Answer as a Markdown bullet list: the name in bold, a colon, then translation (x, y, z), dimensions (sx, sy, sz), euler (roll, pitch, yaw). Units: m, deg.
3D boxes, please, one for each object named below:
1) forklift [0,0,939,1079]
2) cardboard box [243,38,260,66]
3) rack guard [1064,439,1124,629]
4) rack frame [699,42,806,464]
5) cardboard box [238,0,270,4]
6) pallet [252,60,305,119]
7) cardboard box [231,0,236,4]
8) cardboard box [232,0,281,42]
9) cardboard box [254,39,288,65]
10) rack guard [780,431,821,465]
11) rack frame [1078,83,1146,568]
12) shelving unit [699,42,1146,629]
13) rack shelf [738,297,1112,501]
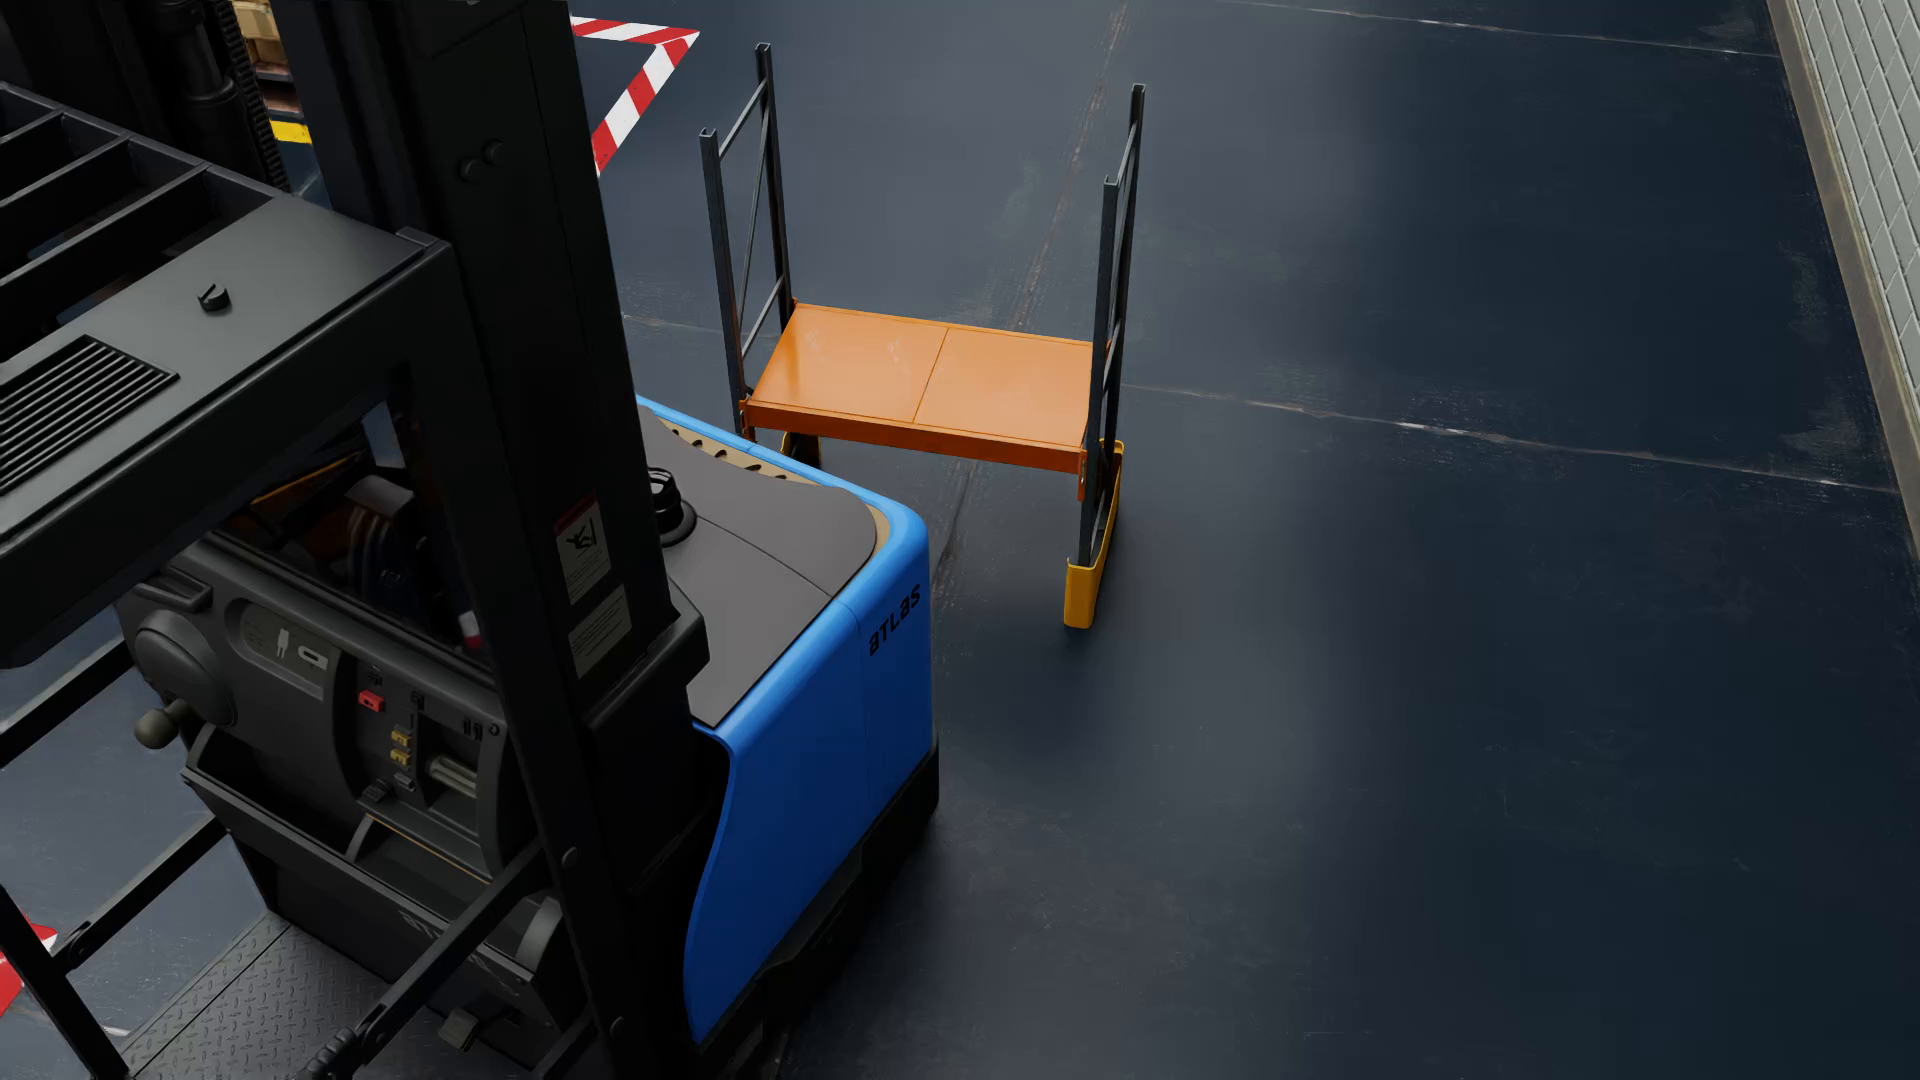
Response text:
- **forklift**: translation (-1.245, 0.365, 2.757), dimensions (1.130, 2.935, 3.031), euler (23, 48, 22)
- **cardboard box**: translation (-3.077, -2.158, 7.082), dimensions (0.250, 0.149, 0.380), euler (10, 45, 10)
- **rack guard**: translation (0.412, -0.026, 5.097), dimensions (0.087, 0.250, 0.587), euler (9, 45, 9)
- **rack frame**: translation (-0.579, -0.630, 4.823), dimensions (0.032, 1.500, 0.500), euler (9, 45, 9)
- **cardboard box**: translation (-2.816, -2.372, 6.875), dimensions (0.250, 0.149, 0.380), euler (9, 45, 10)
- **pallet**: translation (-3.104, -2.279, 7.465), dimensions (1.213, 0.211, 1.003), euler (9, 45, 9)
- **cardboard box**: translation (-3.065, -2.319, 7.035), dimensions (0.250, 0.149, 0.380), euler (8, 44, 8)
- **cardboard box**: translation (-2.822, -2.243, 6.956), dimensions (0.250, 0.149, 0.380), euler (8, 44, 8)
- **cardboard box**: translation (-2.804, -2.188, 7.113), dimensions (0.250, 0.149, 0.380), euler (10, 45, 10)
- **rack guard**: translation (-0.560, -0.177, 5.254), dimensions (0.087, 0.250, 0.587), euler (9, 45, 9)
- **rack frame**: translation (0.413, -0.476, 4.663), dimensions (0.032, 1.500, 0.500), euler (9, 45, 9)
- **shelving unit**: translation (-0.074, -0.552, 4.742), dimensions (1.083, 1.500, 0.587), euler (9, 45, 9)
- **rack shelf**: translation (-0.083, -0.424, 4.868), dimensions (1.000, 0.185, 0.538), euler (9, 45, 9)
